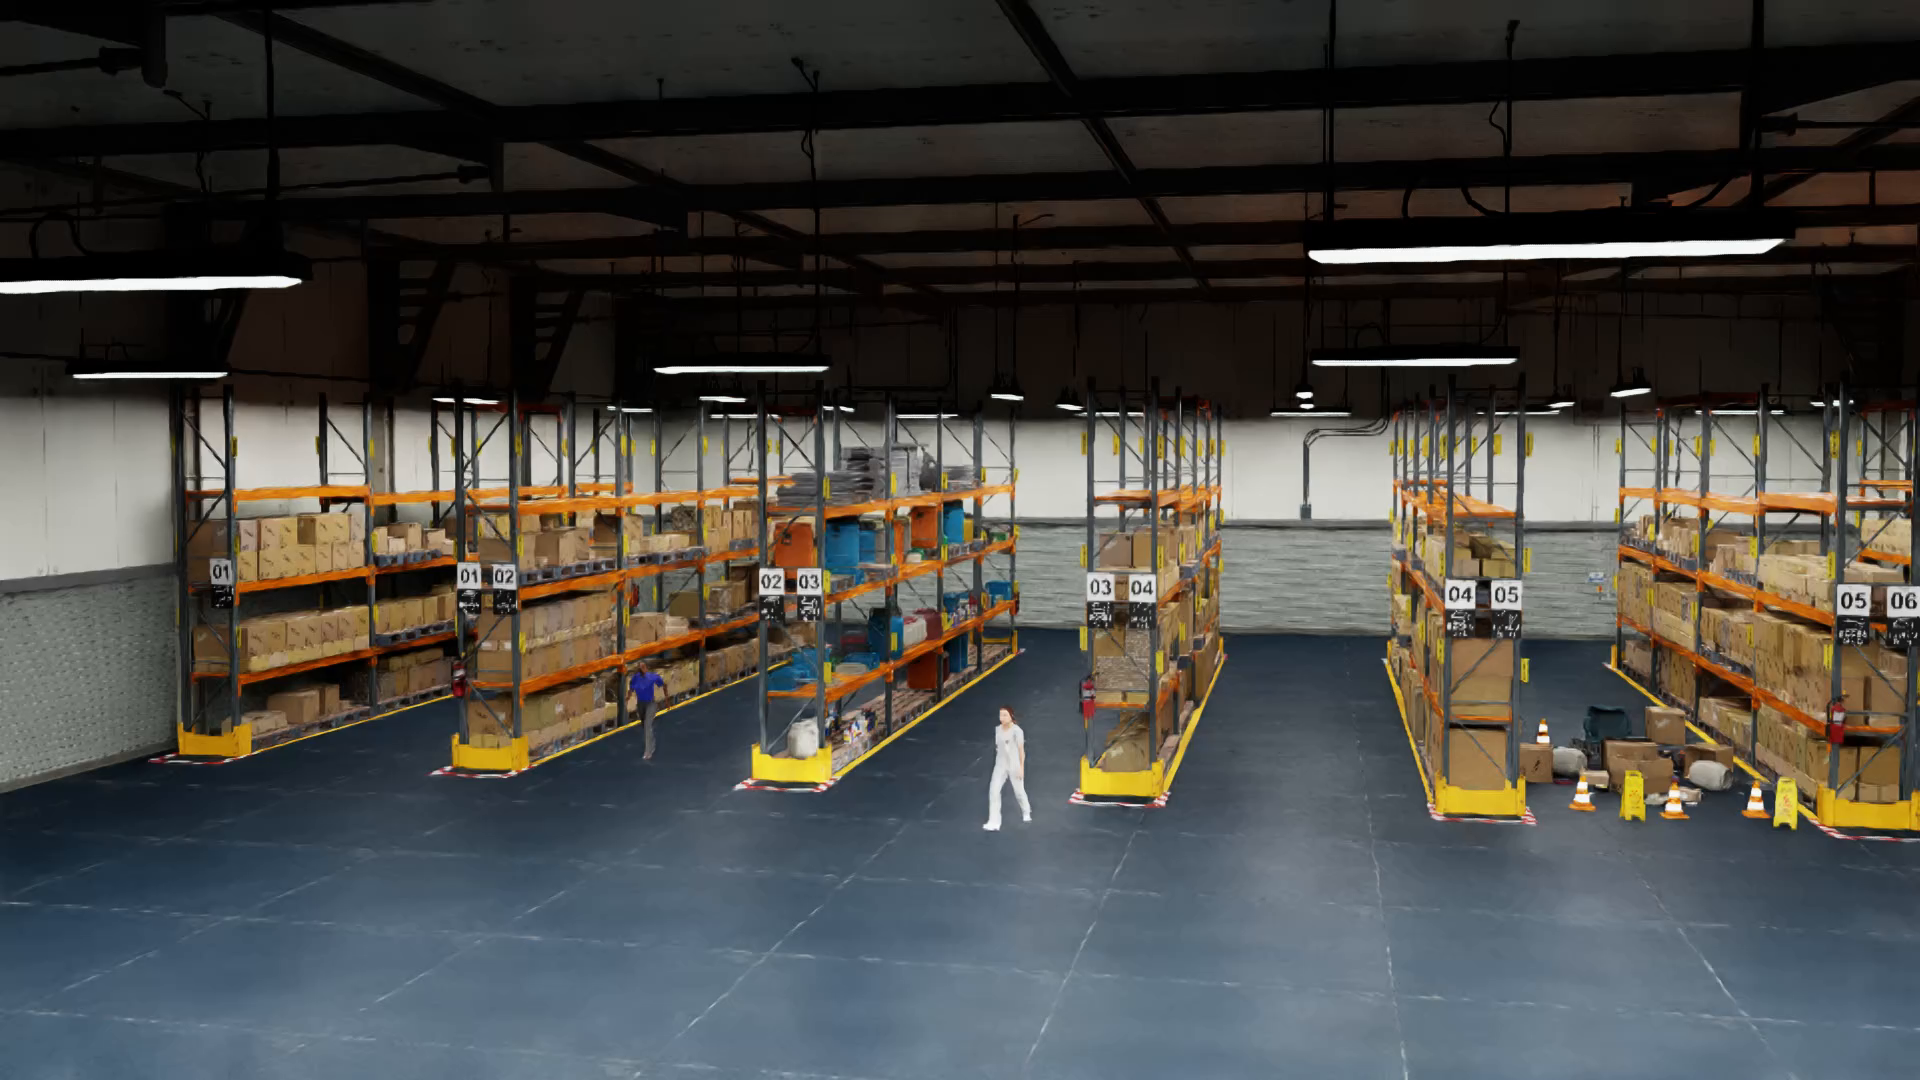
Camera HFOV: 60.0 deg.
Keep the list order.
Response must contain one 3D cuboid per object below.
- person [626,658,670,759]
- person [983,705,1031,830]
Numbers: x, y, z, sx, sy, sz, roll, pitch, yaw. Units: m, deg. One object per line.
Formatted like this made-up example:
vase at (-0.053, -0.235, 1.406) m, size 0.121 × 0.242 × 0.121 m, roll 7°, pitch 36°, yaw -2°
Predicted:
person at (-5.086, 2.697, 26.996) m, size 0.603 × 1.590 × 0.831 m, roll 1°, pitch 3°, yaw 17°
person at (0.664, 2.964, 21.836) m, size 0.463 × 1.620 × 0.924 m, roll 2°, pitch 4°, yaw 28°
